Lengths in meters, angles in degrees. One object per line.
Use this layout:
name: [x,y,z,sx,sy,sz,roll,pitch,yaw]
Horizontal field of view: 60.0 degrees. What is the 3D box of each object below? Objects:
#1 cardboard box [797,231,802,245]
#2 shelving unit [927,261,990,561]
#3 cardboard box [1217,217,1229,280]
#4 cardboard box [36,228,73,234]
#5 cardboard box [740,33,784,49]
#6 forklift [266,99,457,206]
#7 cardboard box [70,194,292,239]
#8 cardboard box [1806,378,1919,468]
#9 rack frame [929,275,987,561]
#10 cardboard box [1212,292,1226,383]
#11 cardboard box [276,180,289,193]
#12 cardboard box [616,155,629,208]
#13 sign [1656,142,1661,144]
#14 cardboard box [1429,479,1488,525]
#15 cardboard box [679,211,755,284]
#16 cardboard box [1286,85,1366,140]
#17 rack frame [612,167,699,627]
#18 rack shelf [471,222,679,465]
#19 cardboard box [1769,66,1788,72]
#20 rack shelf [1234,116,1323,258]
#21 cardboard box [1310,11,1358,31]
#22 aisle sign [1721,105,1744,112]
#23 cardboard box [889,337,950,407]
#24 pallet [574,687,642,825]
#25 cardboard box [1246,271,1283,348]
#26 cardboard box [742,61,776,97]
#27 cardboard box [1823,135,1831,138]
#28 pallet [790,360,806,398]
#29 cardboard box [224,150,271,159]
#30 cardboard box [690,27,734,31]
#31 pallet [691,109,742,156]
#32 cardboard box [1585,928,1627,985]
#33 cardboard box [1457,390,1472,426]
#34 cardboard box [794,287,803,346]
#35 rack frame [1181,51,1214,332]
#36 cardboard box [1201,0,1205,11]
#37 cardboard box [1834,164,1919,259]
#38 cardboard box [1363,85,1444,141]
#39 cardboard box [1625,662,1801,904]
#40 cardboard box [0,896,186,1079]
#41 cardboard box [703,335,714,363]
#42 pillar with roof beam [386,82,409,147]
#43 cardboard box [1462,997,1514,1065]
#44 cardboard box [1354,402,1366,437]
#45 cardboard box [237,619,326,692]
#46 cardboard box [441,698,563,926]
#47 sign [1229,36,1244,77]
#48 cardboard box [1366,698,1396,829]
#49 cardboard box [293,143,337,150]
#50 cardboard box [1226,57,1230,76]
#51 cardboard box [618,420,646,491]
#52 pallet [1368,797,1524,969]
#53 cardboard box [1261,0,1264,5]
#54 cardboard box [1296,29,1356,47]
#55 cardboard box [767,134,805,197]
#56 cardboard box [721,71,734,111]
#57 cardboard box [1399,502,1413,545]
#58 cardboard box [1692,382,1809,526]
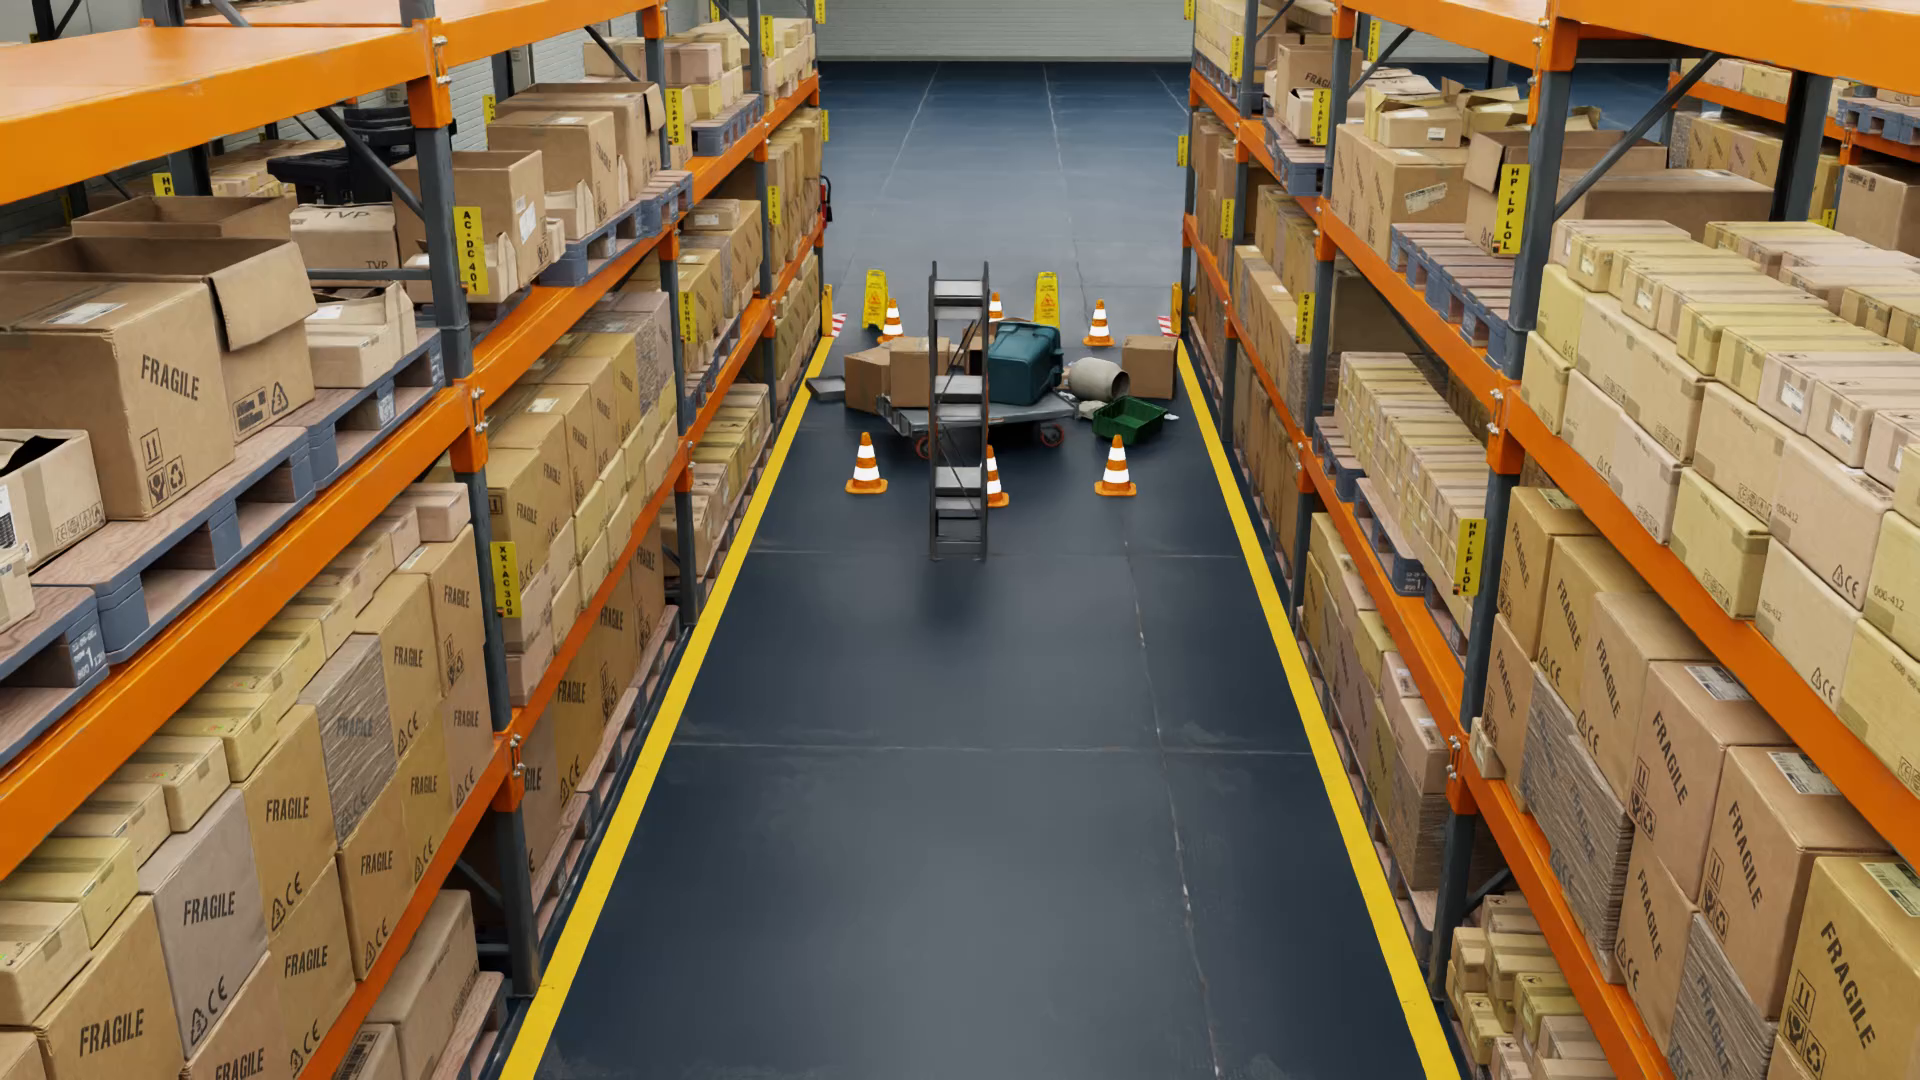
cardboard box: [-1.774,-3.025,16.527,0.380,0.149,0.250,0,21,1]
shelving unit: [-0.005,-0.919,11.995,0.431,2.100,0.503,1,21,2]
cardboard box: [2.815,-2.682,15.087,0.875,0.550,0.550,1,21,2]
cardboard box: [-7.376,-2.478,13.735,0.380,0.149,0.250,0,21,0]
cardboard box: [-1.808,-4.532,15.161,0.380,0.149,0.250,0,21,1]
forklift: [-5.084,-2.269,14.325,3.031,2.935,1.130,10,23,24]
cardboard box: [-2.600,-0.882,5.651,0.500,0.500,0.500,1,21,3]
cardboard box: [2.244,-0.274,3.907,0.380,0.149,0.250,1,21,3]
rack frame: [-0.012,-0.831,11.767,0.400,2.100,0.015,1,21,2]
cardboard box: [2.934,-2.037,15.989,0.875,0.875,0.875,1,21,2]
cardboard box: [-6.812,-3.464,16.275,0.380,0.149,0.250,0,21,1]
cardboard box: [-1.943,-1.881,8.688,0.396,0.266,0.258,0,21,0]
sign: [7.356,-4.044,17.608,0.100,0.325,0.005,1,21,2]
cardboard box: [2.420,-0.175,7.779,0.380,0.149,0.250,1,21,1]
cardboard box: [-1.928,-2.329,13.256,0.500,0.500,0.500,1,21,2]
cardboard box: [2.432,-2.813,10.891,0.500,0.311,0.500,1,21,2]
rack frame: [-2.251,-0.851,10.575,1.000,3.000,0.127,1,21,2]
rack shelf: [-2.312,-1.191,8.299,1.077,0.370,4.000,1,21,2]
cardboard box: [7.532,-4.300,14.973,0.380,0.149,0.250,2,21,4]
rack shelf: [2.761,-2.619,11.980,1.077,0.370,4.000,1,21,2]
cardboard box: [3.179,-4.395,14.089,0.380,0.149,0.250,0,21,1]
aisle sign: [8.200,-4.865,17.328,0.394,0.787,0.004,1,21,2]
cardboard box: [-0.349,-1.476,14.595,0.500,0.500,0.500,1,21,2]
pallet: [-2.390,1.173,9.213,1.003,0.211,1.213,1,21,2]
cardboard box: [2.504,-1.775,12.820,0.500,0.500,0.500,1,21,1]
cardboard box: [-1.842,-3.920,14.136,0.500,0.250,0.500,0,21,0]
cardboard box: [8.078,-3.542,15.579,0.500,0.500,0.500,1,21,2]
pallet: [-2.110,-1.683,16.574,1.003,0.211,1.213,1,21,2]
cardboard box: [-7.251,-3.886,16.952,0.380,0.149,0.250,1,21,2]
cardboard box: [-2.367,-4.815,15.890,0.380,0.149,0.250,1,21,3]
pallet: [-2.283,-3.011,12.255,1.213,0.211,1.003,1,21,2]
cardboard box: [2.251,1.306,5.364,0.380,0.149,0.250,2,21,4]
cardboard box: [3.134,-0.770,9.723,0.380,0.149,0.250,1,21,4]
cardboard box: [-1.819,-2.152,16.113,0.500,0.500,0.500,2,21,4]
rack frame: [2.943,-3.725,17.984,1.000,3.000,0.127,1,21,2]
cardboard box: [2.599,-5.321,16.474,0.380,0.149,0.250,0,21,1]
cardboard box: [7.612,-2.378,13.101,1.000,1.000,1.000,1,21,2]
cardboard box: [2.396,-2.305,8.980,0.396,0.266,0.258,1,21,2]
cardboard box: [2.257,0.677,4.705,0.500,0.500,0.500,0,21,0]
cardboard box: [-2.186,1.172,3.842,0.500,0.500,0.500,0,21,0]
cardboard box: [-1.929,-1.345,11.614,0.380,0.149,0.250,1,21,2]
pillar with roof beam: [-3.406,-8.474,21.928,9.100,9.000,0.400,1,21,2]
cardboard box: [2.238,1.971,6.663,0.380,0.149,0.250,1,21,3]
cardboard box: [2.474,-0.683,9.498,0.380,0.149,0.250,0,21,0]
cardboard box: [-2.166,0.357,5.046,0.380,0.149,0.250,0,21,0]
cardboard box: [-2.434,1.165,7.736,0.875,0.875,0.875,1,21,3]
sign: [2.267,-3.961,13.620,0.100,0.325,0.005,1,21,2]
cardboard box: [2.365,1.127,8.353,0.500,0.500,0.500,0,21,0]
cardboard box: [-6.746,-4.063,17.408,0.380,0.149,0.250,1,21,2]
cardboard box: [2.527,-4.123,14.489,0.380,0.149,0.250,1,21,2]
cardboard box: [-2.019,-0.465,9.098,0.500,0.250,0.500,0,21,0]
pallet: [2.601,1.632,8.032,1.003,0.211,1.213,1,21,2]
cardboard box: [3.272,-5.495,16.925,0.380,0.149,0.250,1,21,2]
cardboard box: [3.116,-4.163,14.041,0.500,0.250,0.500,1,21,2]
cardboard box: [-1.819,-3.471,15.396,0.700,0.500,0.500,0,21,0]
cardboard box: [-2.023,-3.426,12.691,0.500,0.250,0.500,1,21,2]
cardboard box: [2.429,-0.082,8.361,0.380,0.149,0.250,2,21,4]
cardboard box: [2.276,-0.224,4.328,0.500,0.250,0.500,0,21,-1]
